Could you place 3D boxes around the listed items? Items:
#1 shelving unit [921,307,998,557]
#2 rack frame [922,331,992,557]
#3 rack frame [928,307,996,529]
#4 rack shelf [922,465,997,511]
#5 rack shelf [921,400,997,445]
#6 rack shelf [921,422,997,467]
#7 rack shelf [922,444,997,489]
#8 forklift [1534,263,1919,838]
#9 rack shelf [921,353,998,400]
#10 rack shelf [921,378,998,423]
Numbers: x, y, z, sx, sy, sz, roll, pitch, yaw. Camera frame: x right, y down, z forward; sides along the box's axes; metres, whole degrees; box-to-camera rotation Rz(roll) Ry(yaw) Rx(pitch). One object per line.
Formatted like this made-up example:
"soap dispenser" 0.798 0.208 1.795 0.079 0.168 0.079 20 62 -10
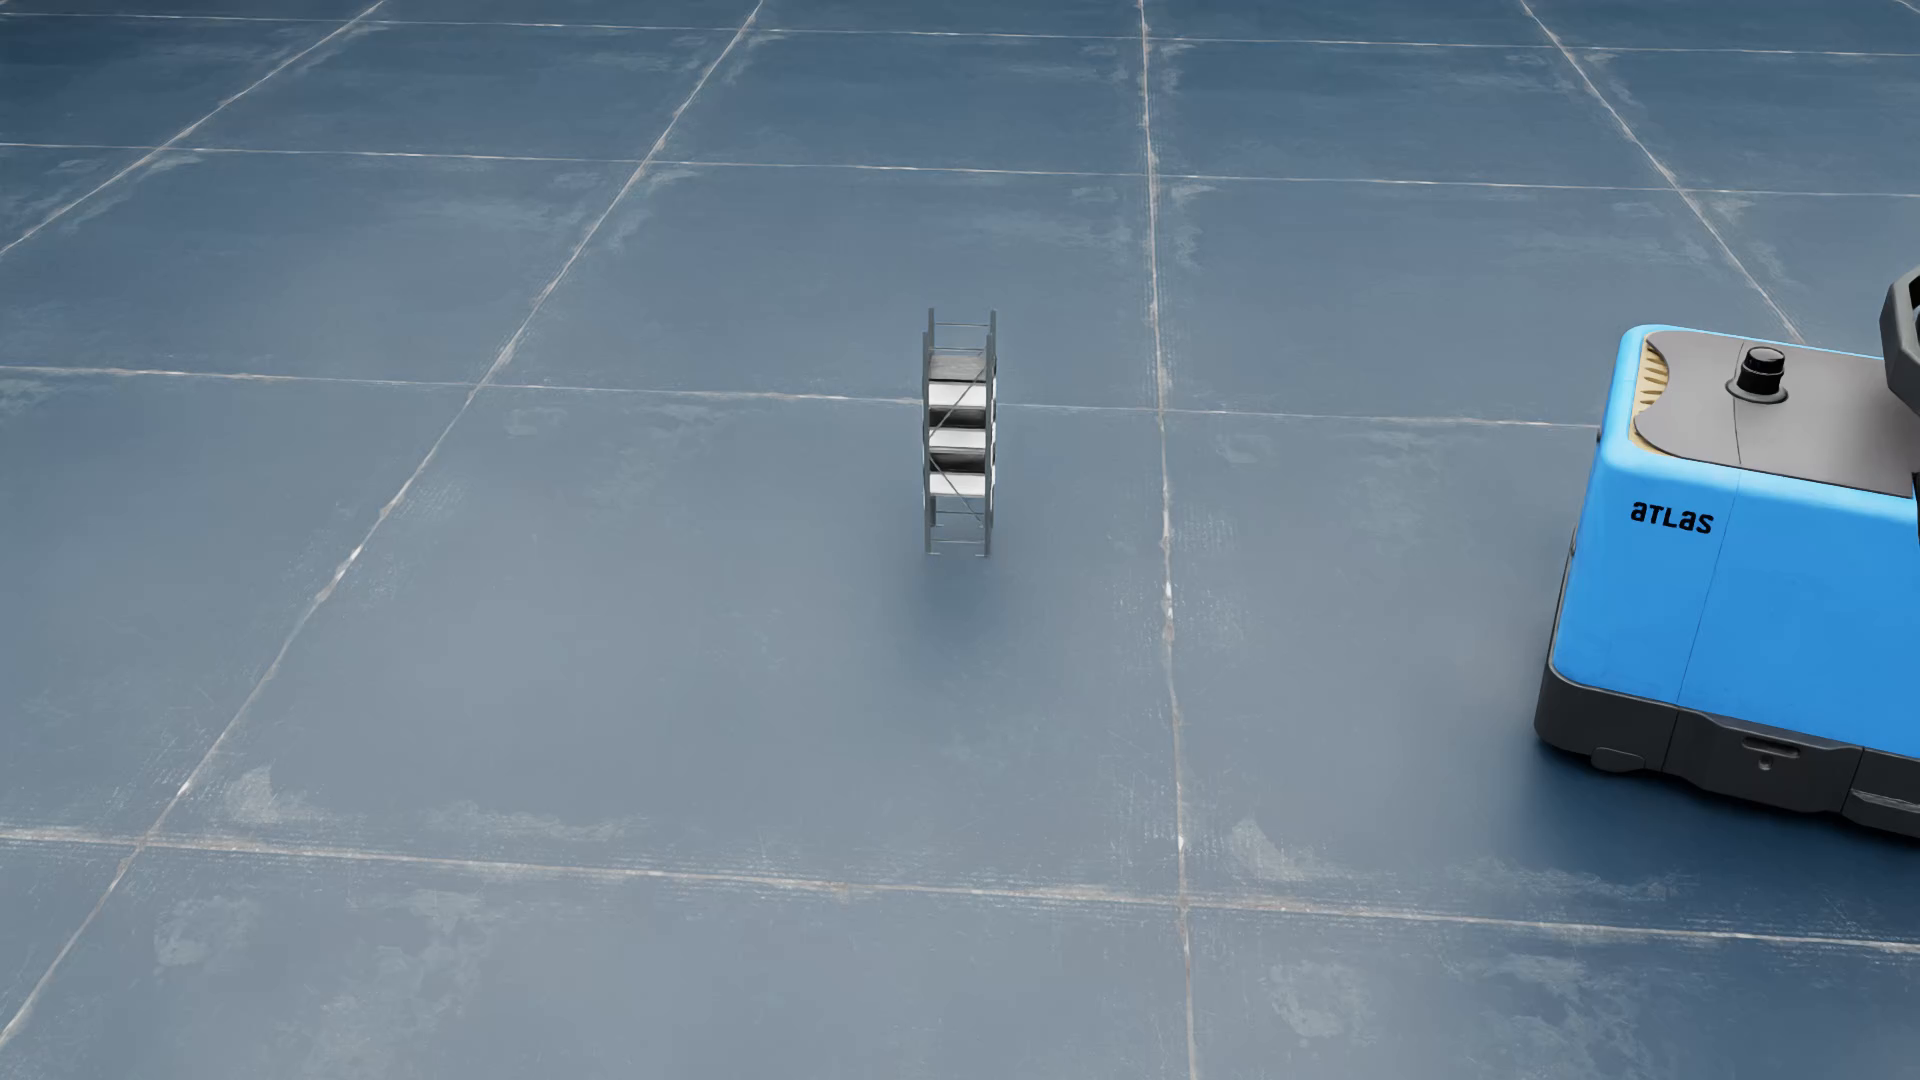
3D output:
"shelving unit" -0.001 -0.379 6.007 0.258 0.900 0.210 2 32 4
"rack frame" -0.009 -0.326 5.921 0.240 0.900 0.006 2 32 4
"rack frame" 0.008 -0.432 6.093 0.240 0.900 0.006 2 32 4
"rack shelf" -0.001 -0.197 6.119 0.258 0.077 0.200 2 32 4
"rack shelf" -0.001 -0.427 5.977 0.258 0.077 0.200 2 32 4
"rack shelf" -0.001 -0.350 6.025 0.258 0.077 0.200 2 32 4
"rack shelf" -0.001 -0.274 6.072 0.258 0.077 0.200 2 32 4
"forklift" 3.351 -0.515 4.292 3.031 2.935 1.130 12 34 19
"rack shelf" -0.001 -0.580 5.883 0.258 0.077 0.200 2 32 4
"rack shelf" -0.001 -0.504 5.930 0.258 0.077 0.200 2 32 4
